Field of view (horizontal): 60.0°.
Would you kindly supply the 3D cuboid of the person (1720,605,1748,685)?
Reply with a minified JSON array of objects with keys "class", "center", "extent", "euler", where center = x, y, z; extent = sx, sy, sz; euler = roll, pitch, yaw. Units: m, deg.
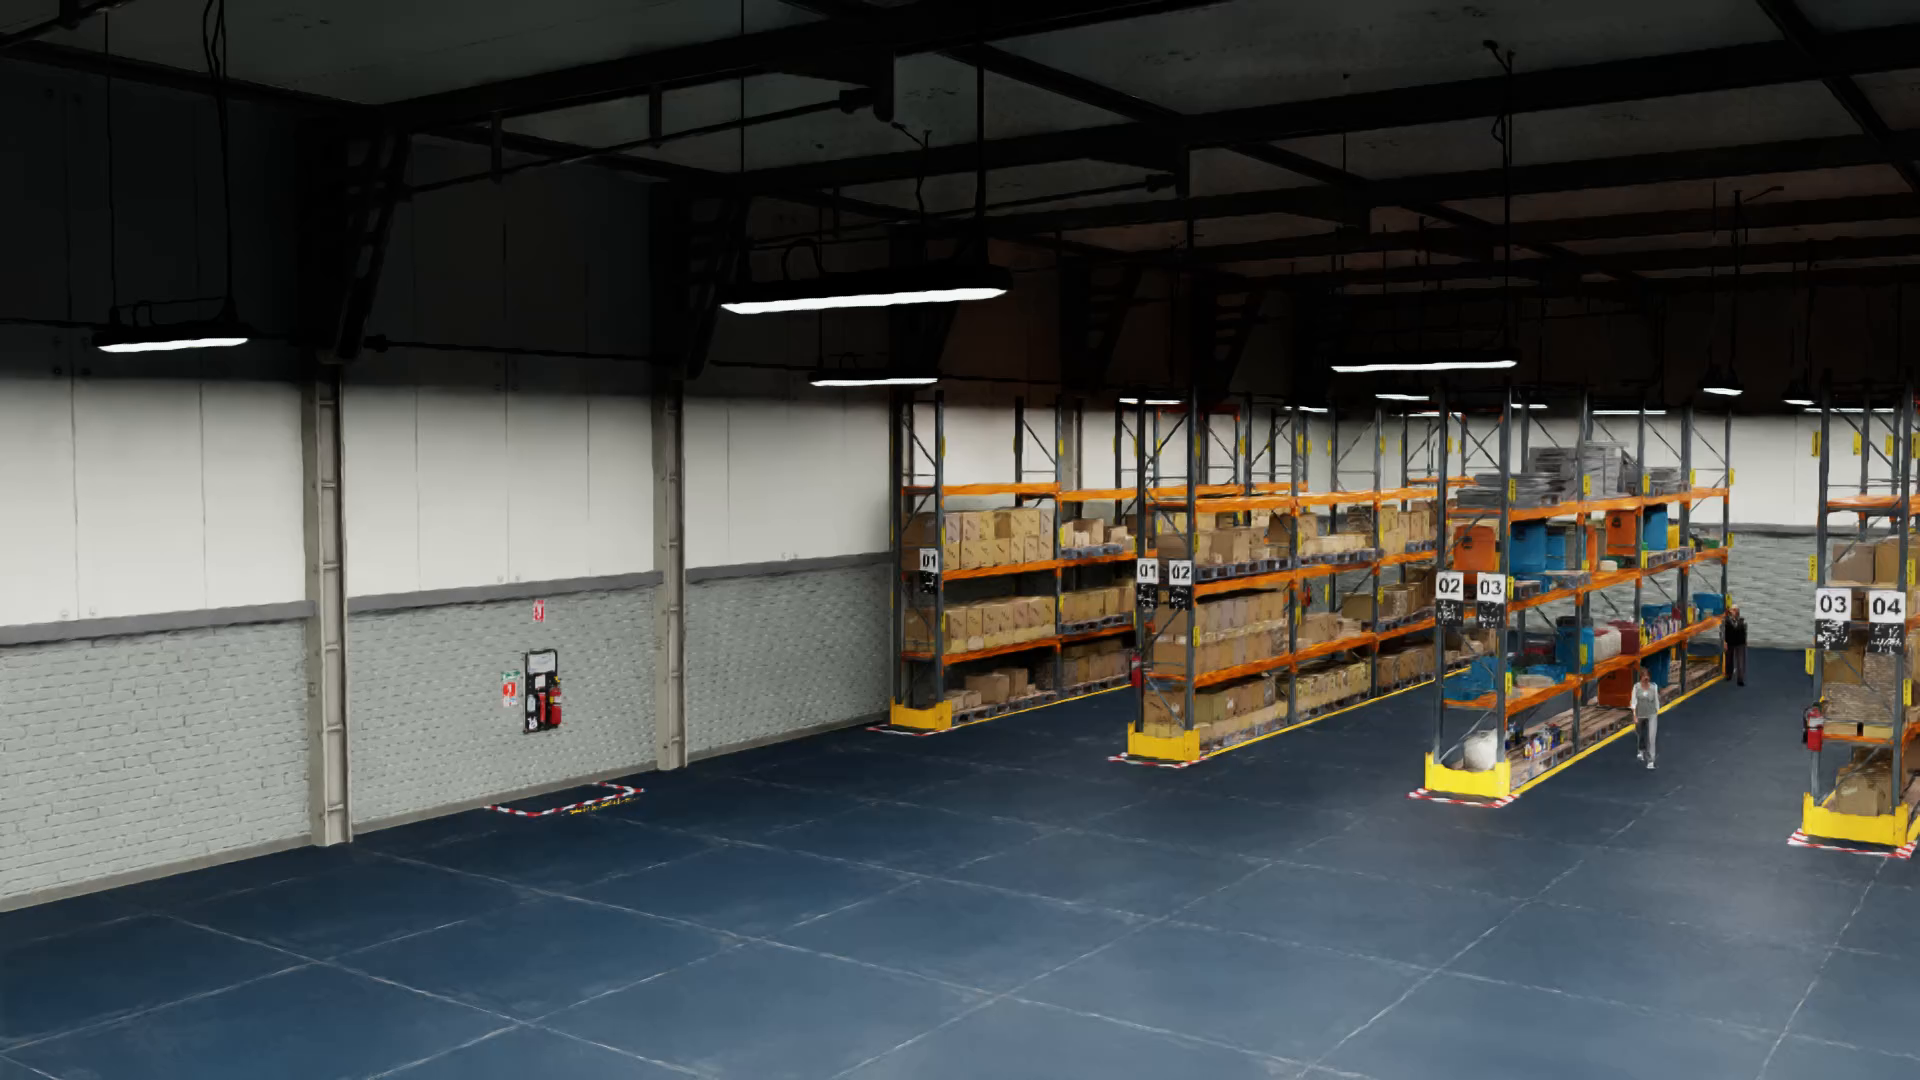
[{"class":"person","center":[16.282,2.193,34.996],"extent":[0.537,1.664,1.029],"euler":[2,4,26]}]

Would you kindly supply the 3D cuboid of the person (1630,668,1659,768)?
[{"class":"person","center":[10.719,2.756,26.034],"extent":[0.411,1.533,0.957],"euler":[2,4,26]}]
